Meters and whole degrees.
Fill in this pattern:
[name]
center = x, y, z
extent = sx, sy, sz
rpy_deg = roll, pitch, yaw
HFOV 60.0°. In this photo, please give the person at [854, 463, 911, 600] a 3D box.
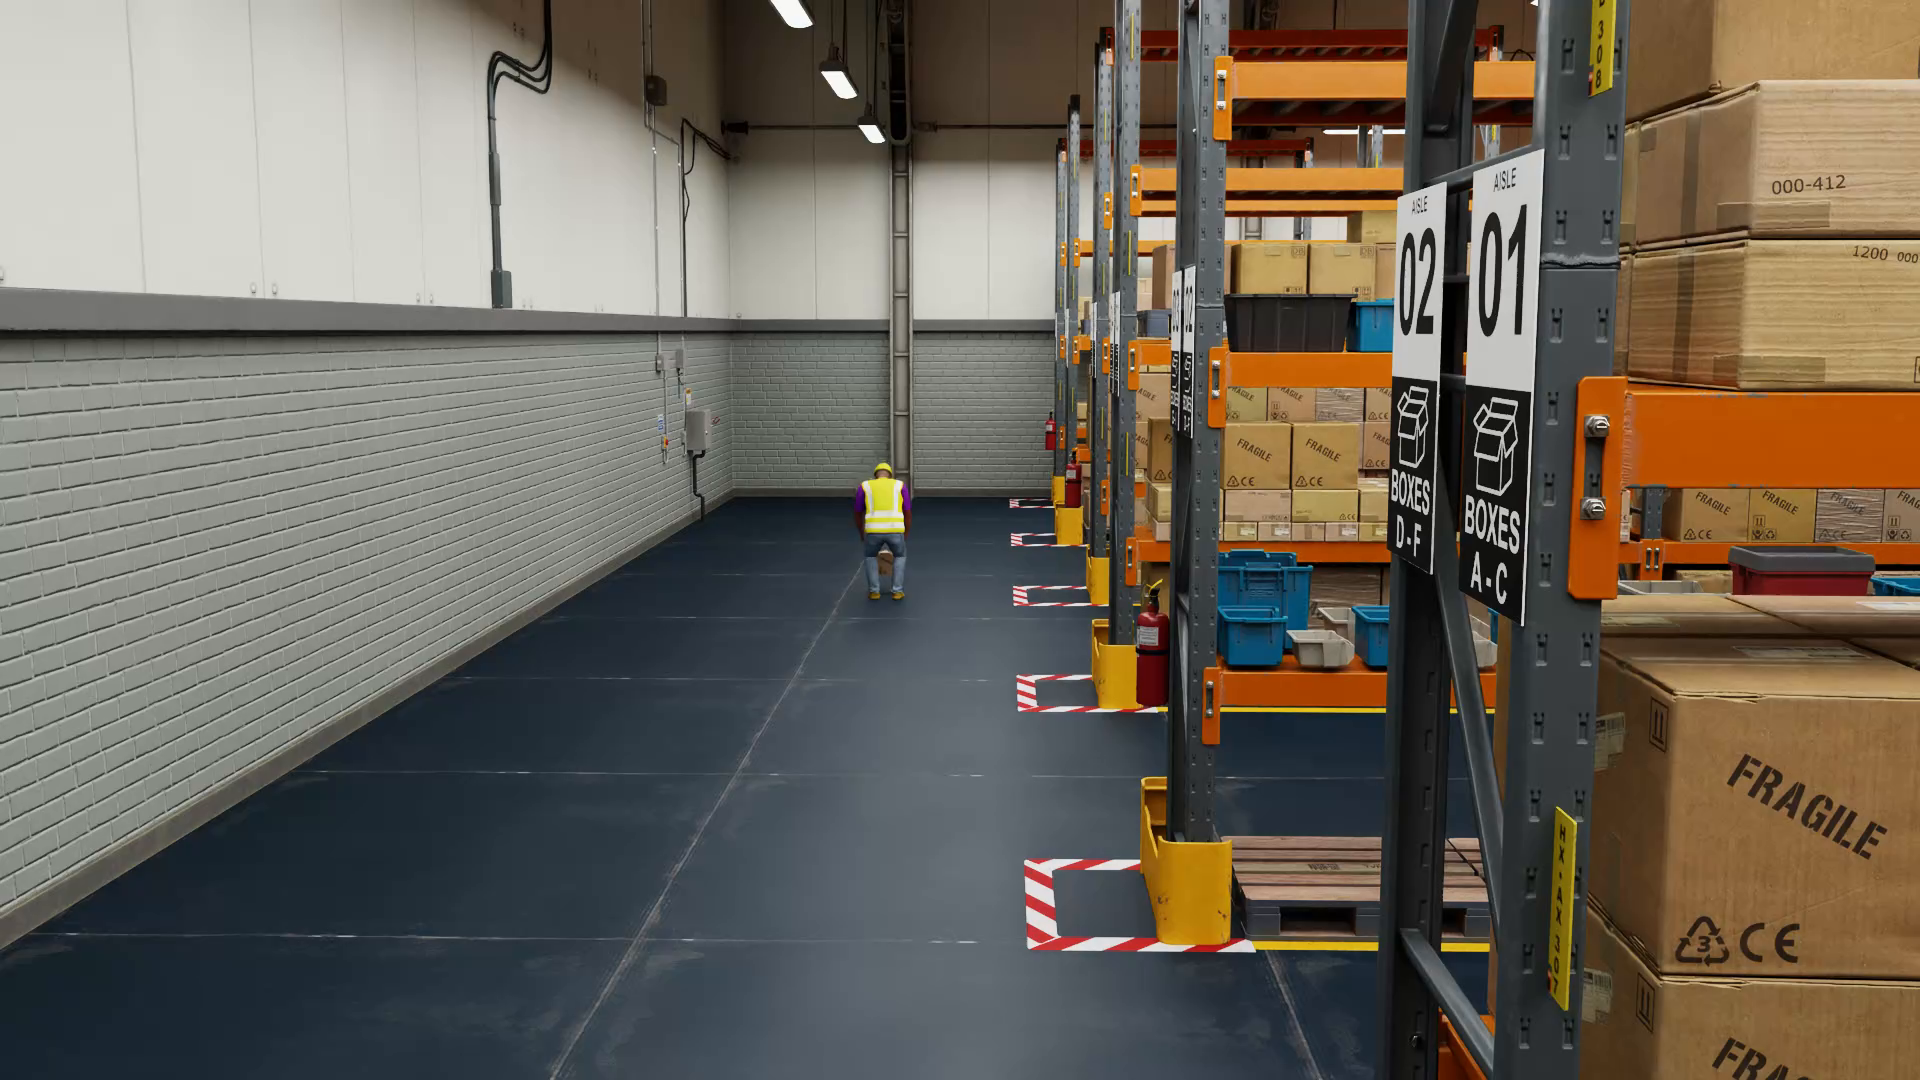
[person]
center = -0.849, -0.095, 18.165
extent = 0.630, 1.459, 0.727
rpy_deg = 0, 7, 1
